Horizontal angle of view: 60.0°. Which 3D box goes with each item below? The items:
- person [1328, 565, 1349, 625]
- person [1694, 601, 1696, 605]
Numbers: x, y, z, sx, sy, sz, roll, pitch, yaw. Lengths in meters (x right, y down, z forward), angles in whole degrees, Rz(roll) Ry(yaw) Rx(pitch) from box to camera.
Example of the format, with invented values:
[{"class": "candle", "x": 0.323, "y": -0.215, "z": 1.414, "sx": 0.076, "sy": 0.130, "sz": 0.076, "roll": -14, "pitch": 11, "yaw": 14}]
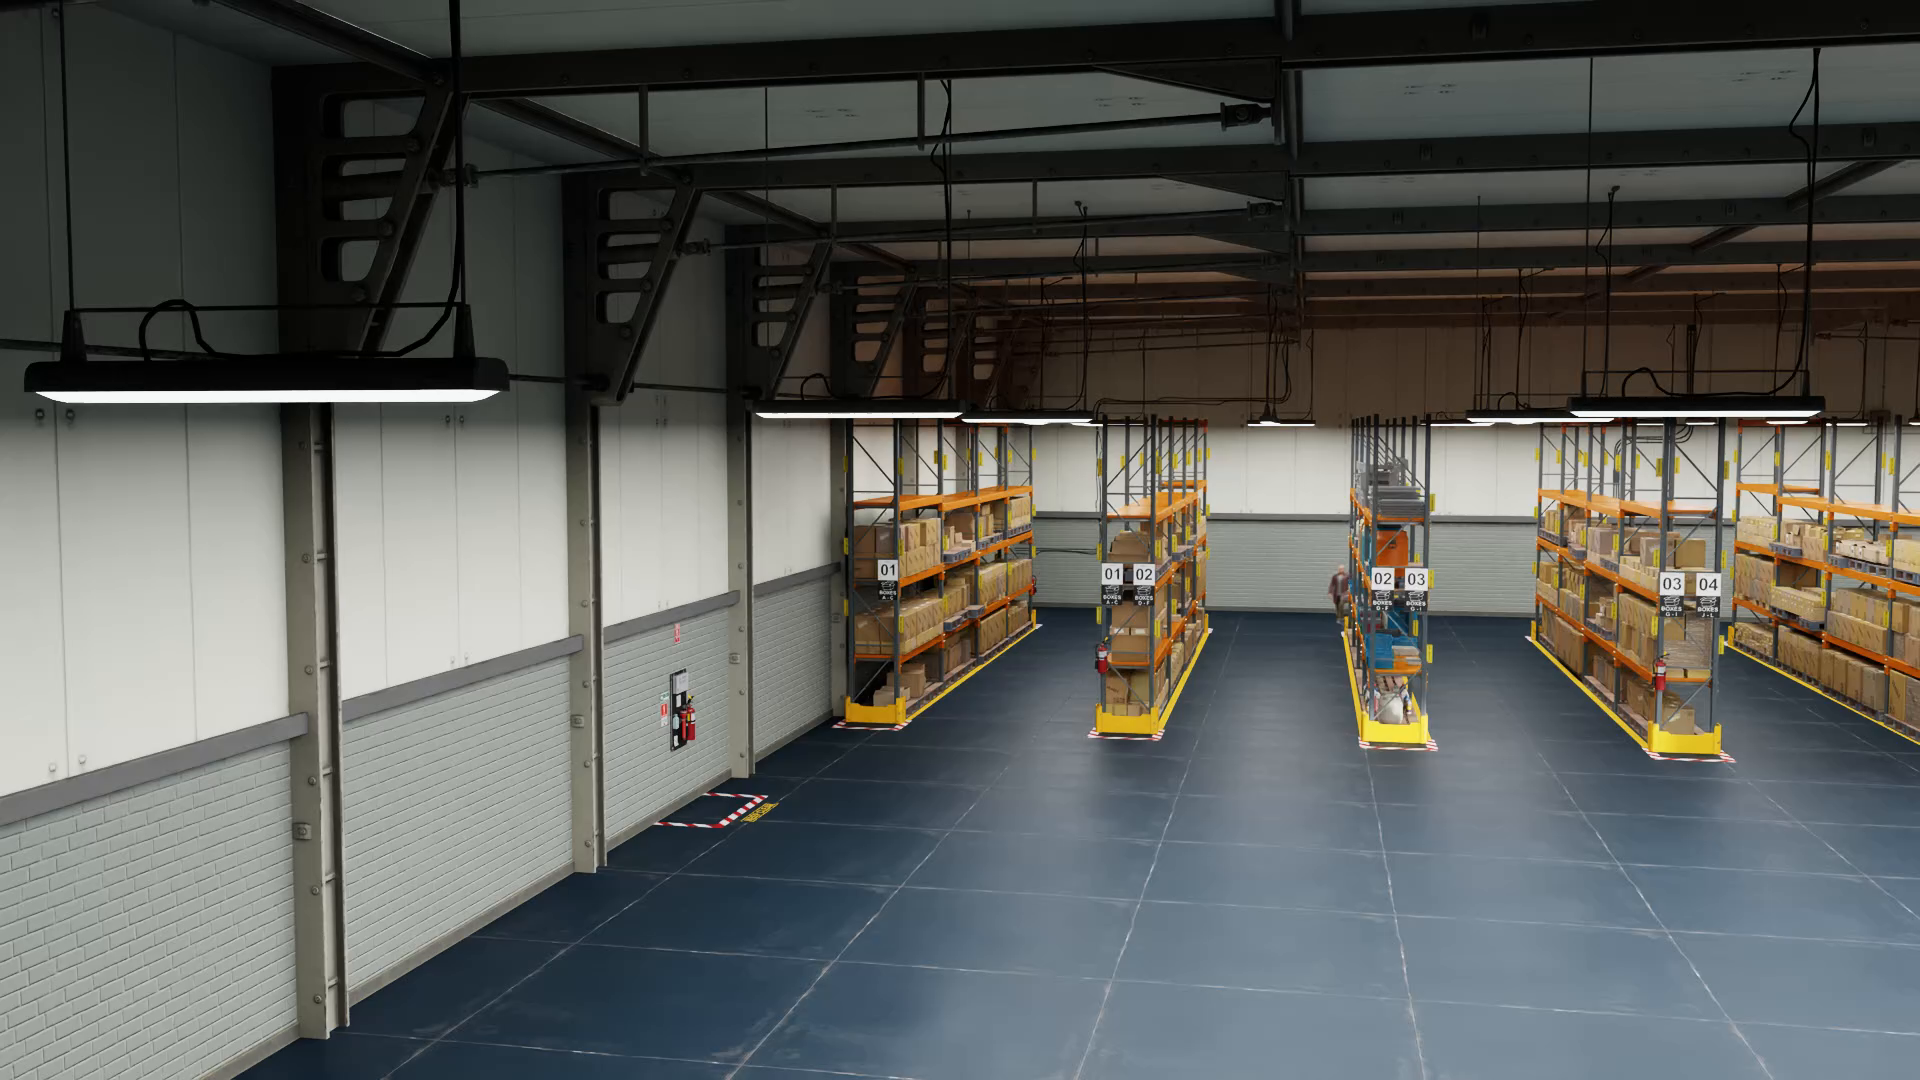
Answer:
[{"class": "person", "x": 11.157, "y": 1.702, "z": 48.828, "sx": 0.654, "sy": 1.530, "sz": 1.138, "roll": 2, "pitch": 4, "yaw": 32}, {"class": "person", "x": 20.724, "y": 1.834, "z": 46.412, "sx": 0.445, "sy": 1.555, "sz": 0.863, "roll": 3, "pitch": 5, "yaw": 39}]
